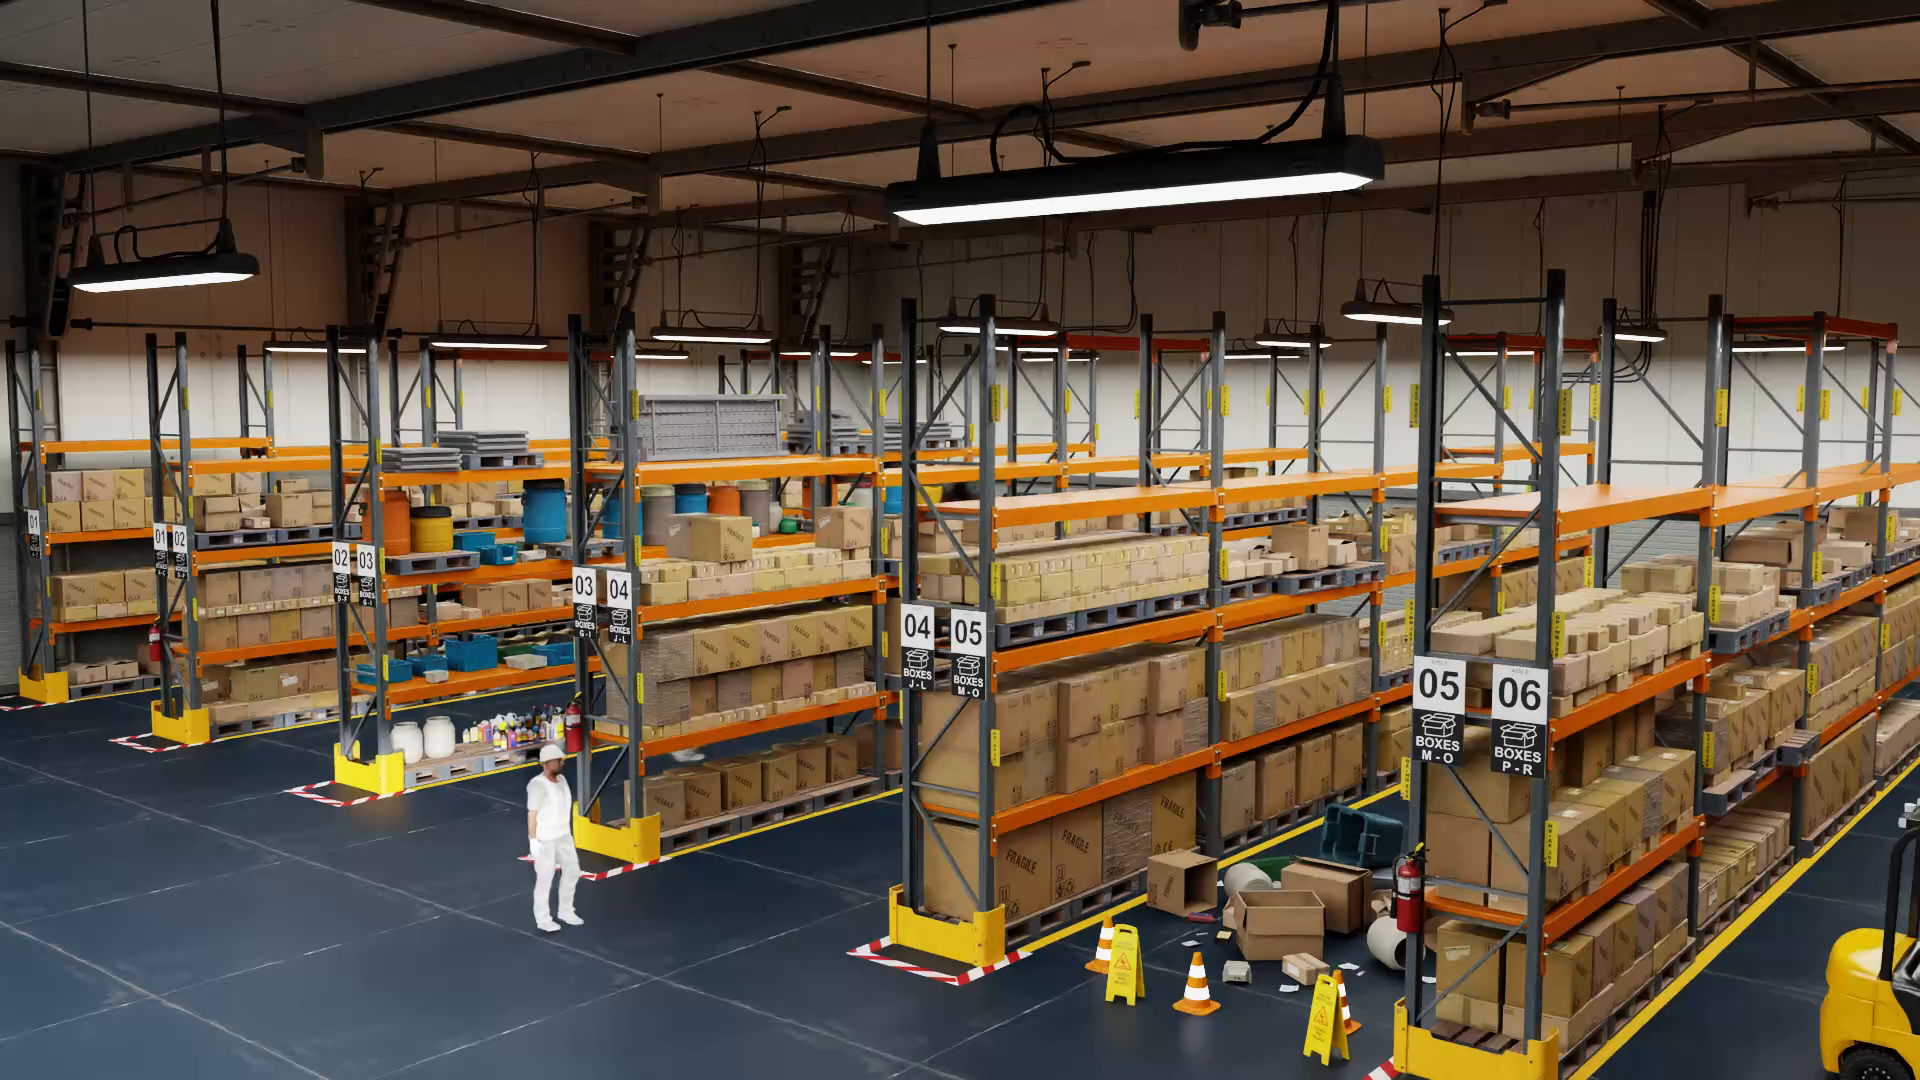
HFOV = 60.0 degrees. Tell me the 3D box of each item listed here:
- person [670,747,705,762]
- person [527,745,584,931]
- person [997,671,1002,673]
[{"bbox_3d":[-3.713,2.151,22.452,0.549,1.775,0.595,-1,5,-16],"label":"person"},{"bbox_3d":[-3.926,2.866,15.928,0.400,1.808,0.661,2,6,21],"label":"person"},{"bbox_3d":[0.337,2.182,20.817,0.444,1.661,0.499,2,5,16],"label":"person"}]
